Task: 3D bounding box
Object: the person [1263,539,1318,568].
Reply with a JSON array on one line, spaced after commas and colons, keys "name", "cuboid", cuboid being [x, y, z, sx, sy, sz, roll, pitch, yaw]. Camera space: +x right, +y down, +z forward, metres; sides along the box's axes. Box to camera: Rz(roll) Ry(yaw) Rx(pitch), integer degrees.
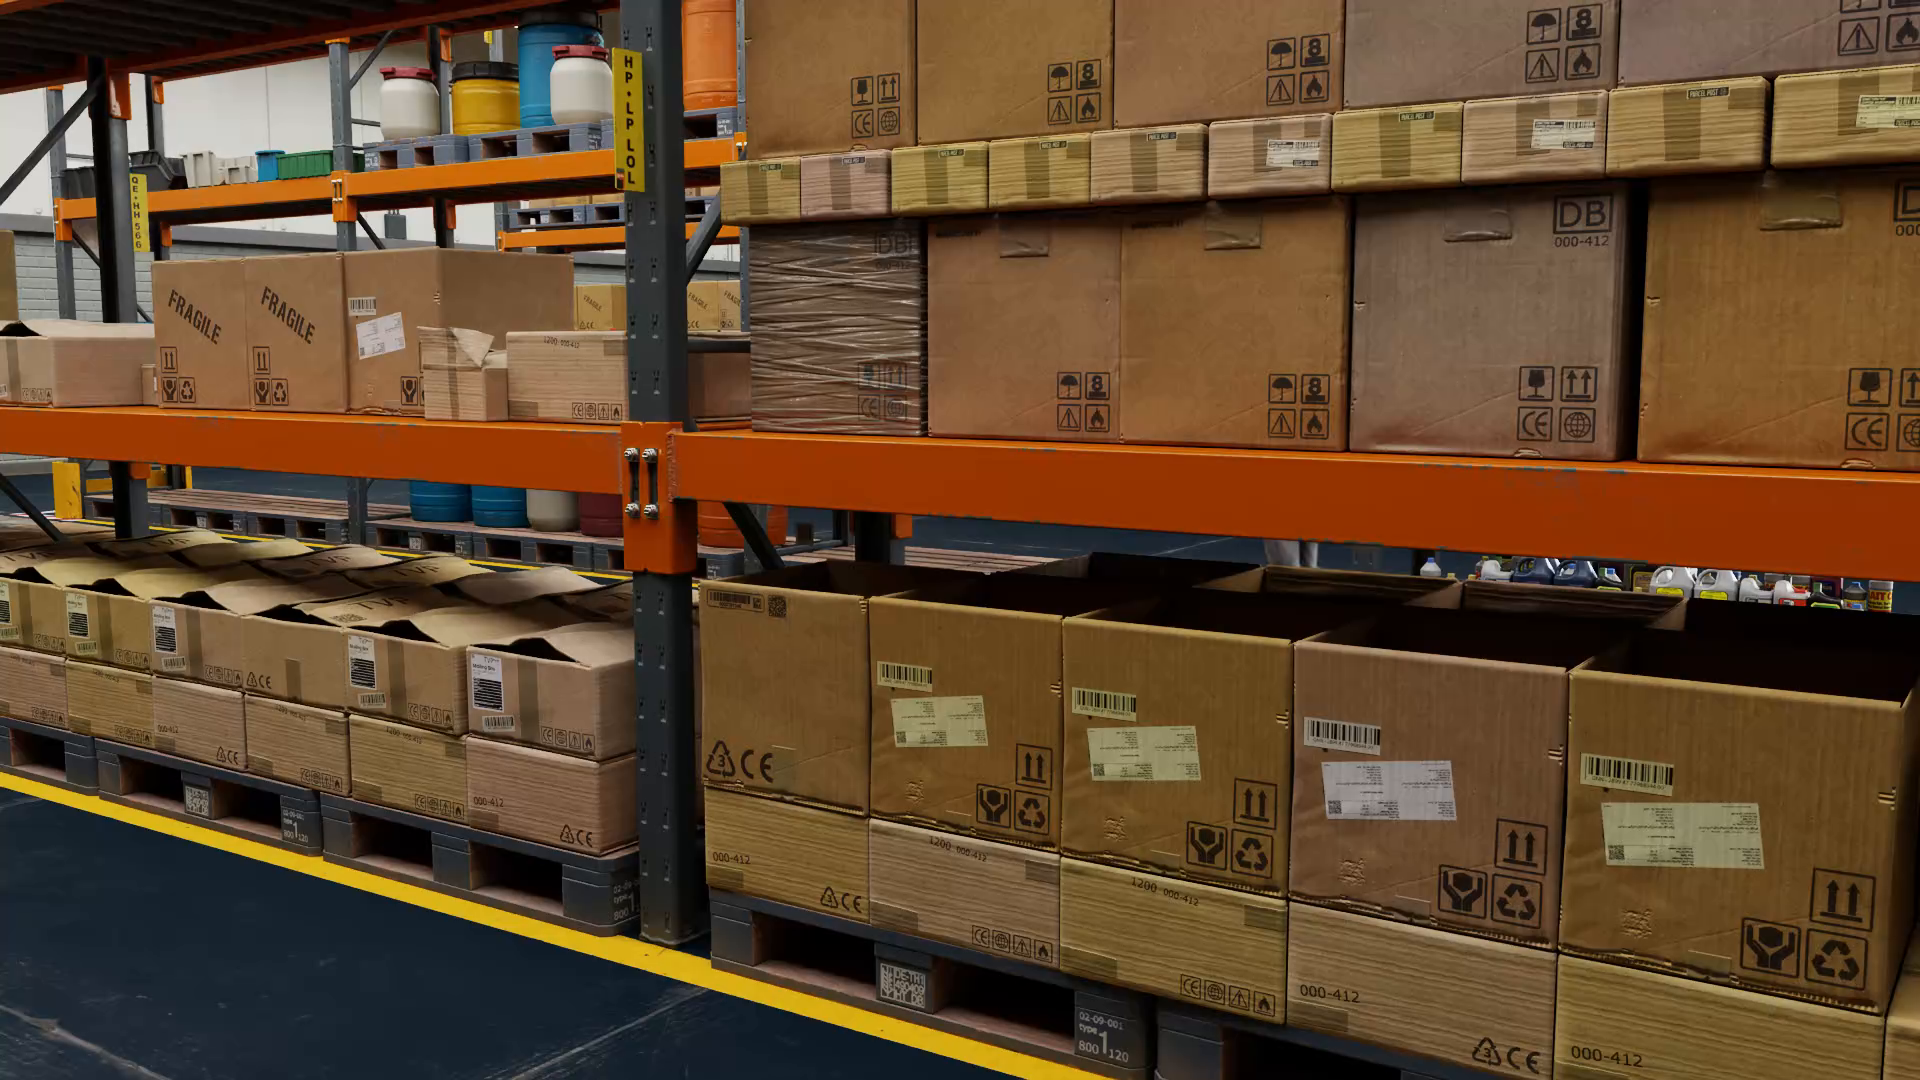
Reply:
[{"name": "person", "cuboid": [1.519, -0.121, 7.276, 0.494, 1.594, 0.404, 4, 8, 34]}]
